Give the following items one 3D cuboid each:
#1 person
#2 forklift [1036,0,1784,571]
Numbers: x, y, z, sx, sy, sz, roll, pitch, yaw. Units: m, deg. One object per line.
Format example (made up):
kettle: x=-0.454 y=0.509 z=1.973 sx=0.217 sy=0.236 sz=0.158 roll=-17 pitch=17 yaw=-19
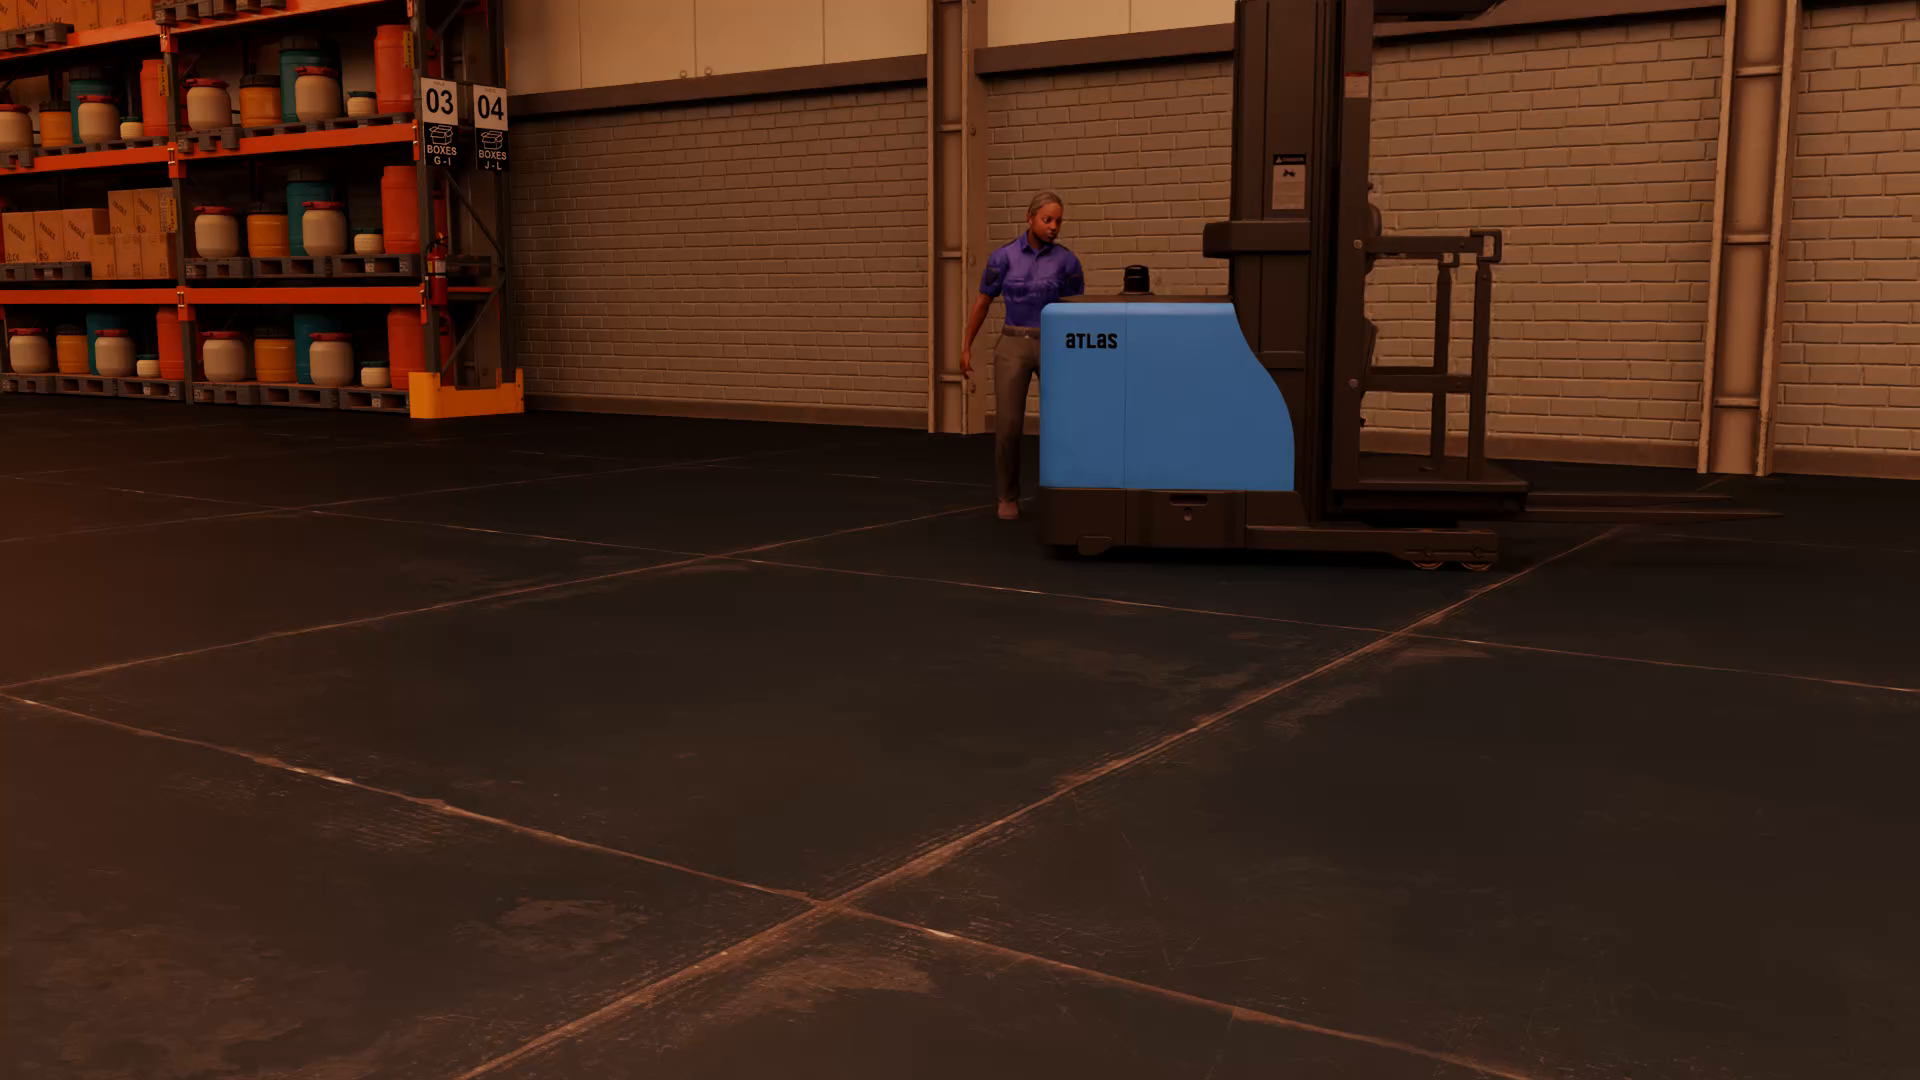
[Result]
person: x=0.396 y=-0.906 z=8.312 sx=0.804 sy=1.628 sz=0.396 roll=0 pitch=8 yaw=0
forklift: x=1.879 y=-1.406 z=7.077 sx=3.031 sy=2.935 sz=1.130 roll=1 pitch=8 yaw=7
